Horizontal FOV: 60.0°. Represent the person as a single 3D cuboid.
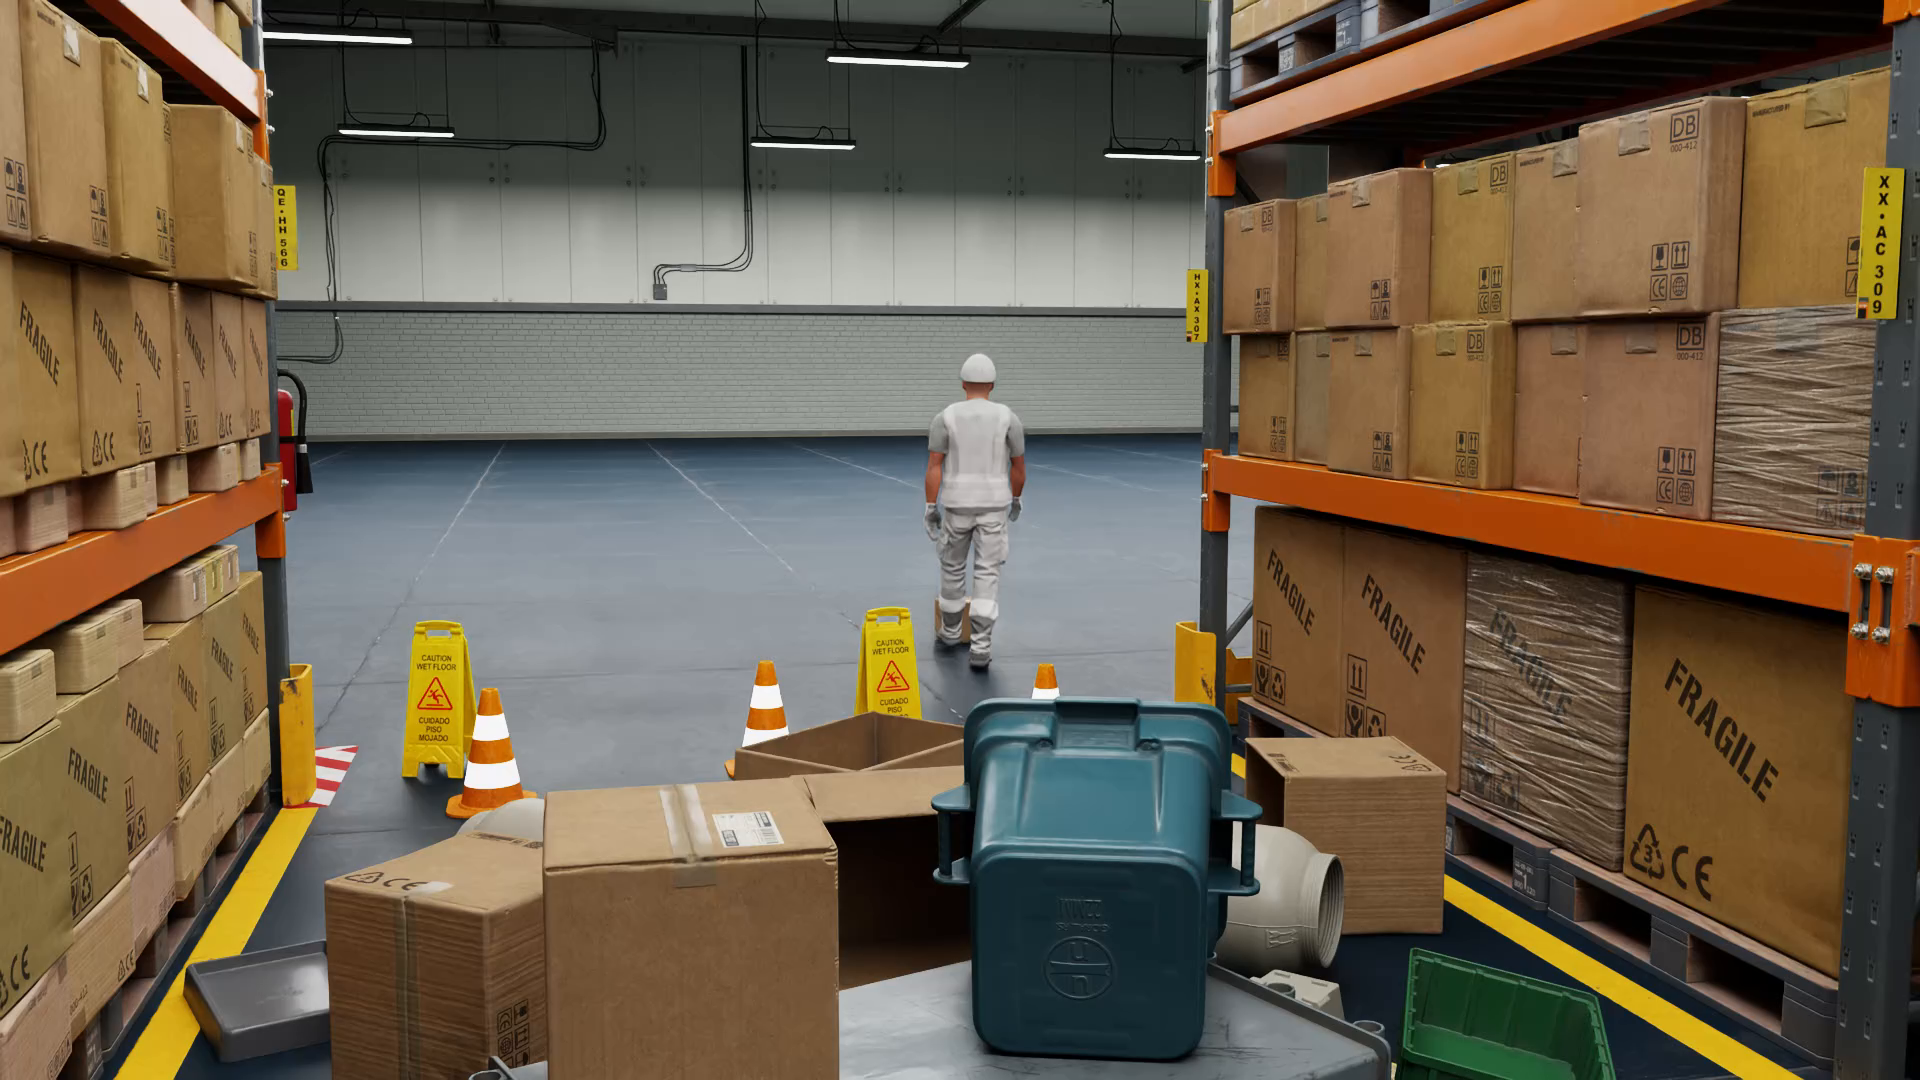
[{"bbox_3d":[0.096,-0.207,9.631,0.568,1.738,0.944,0,6,5],"label":"person"}]
